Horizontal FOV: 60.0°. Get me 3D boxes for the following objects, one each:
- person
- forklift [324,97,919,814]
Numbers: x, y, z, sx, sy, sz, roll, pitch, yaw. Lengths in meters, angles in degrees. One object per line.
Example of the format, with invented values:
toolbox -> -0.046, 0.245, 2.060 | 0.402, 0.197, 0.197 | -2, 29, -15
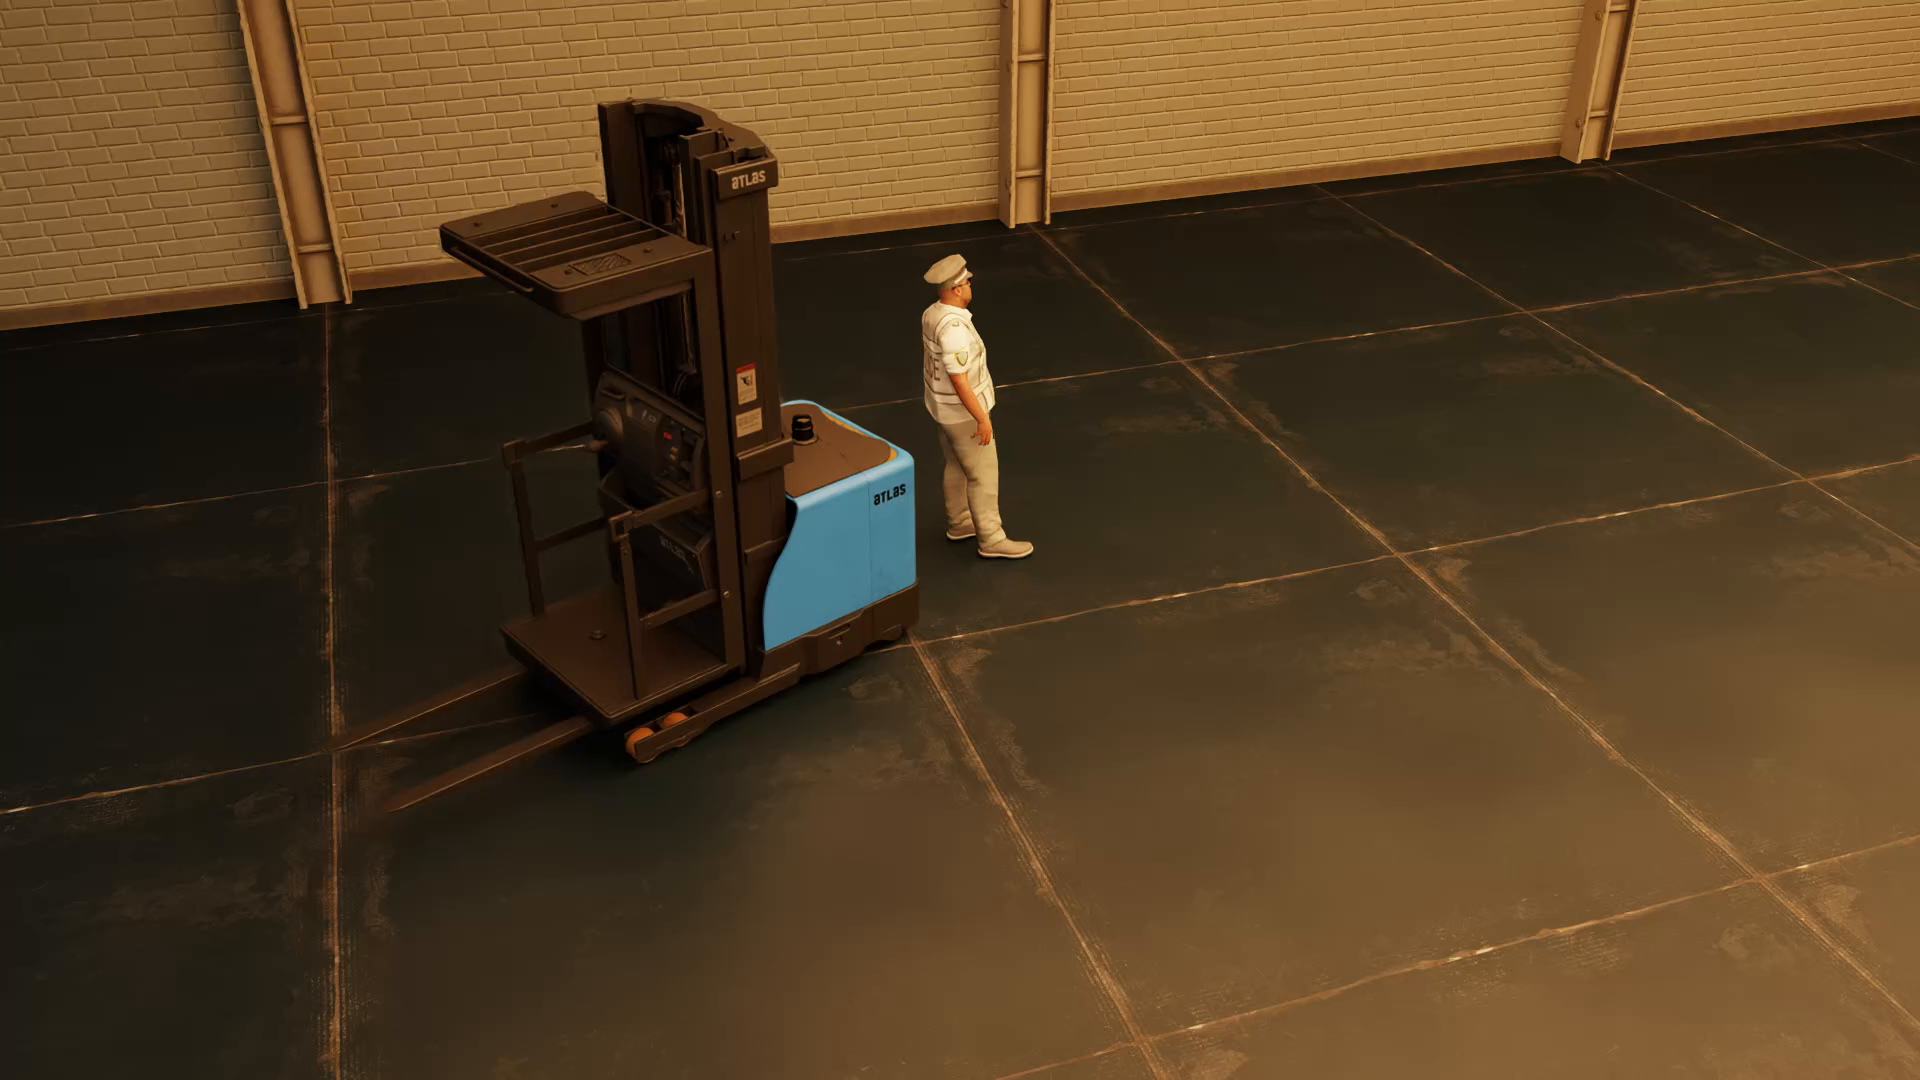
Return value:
person -> 0.083, -0.780, 9.596 | 0.569, 1.772, 0.638 | -9, 31, -16
forklift -> -1.663, -0.477, 7.916 | 3.031, 2.935, 1.130 | -24, 38, -35
